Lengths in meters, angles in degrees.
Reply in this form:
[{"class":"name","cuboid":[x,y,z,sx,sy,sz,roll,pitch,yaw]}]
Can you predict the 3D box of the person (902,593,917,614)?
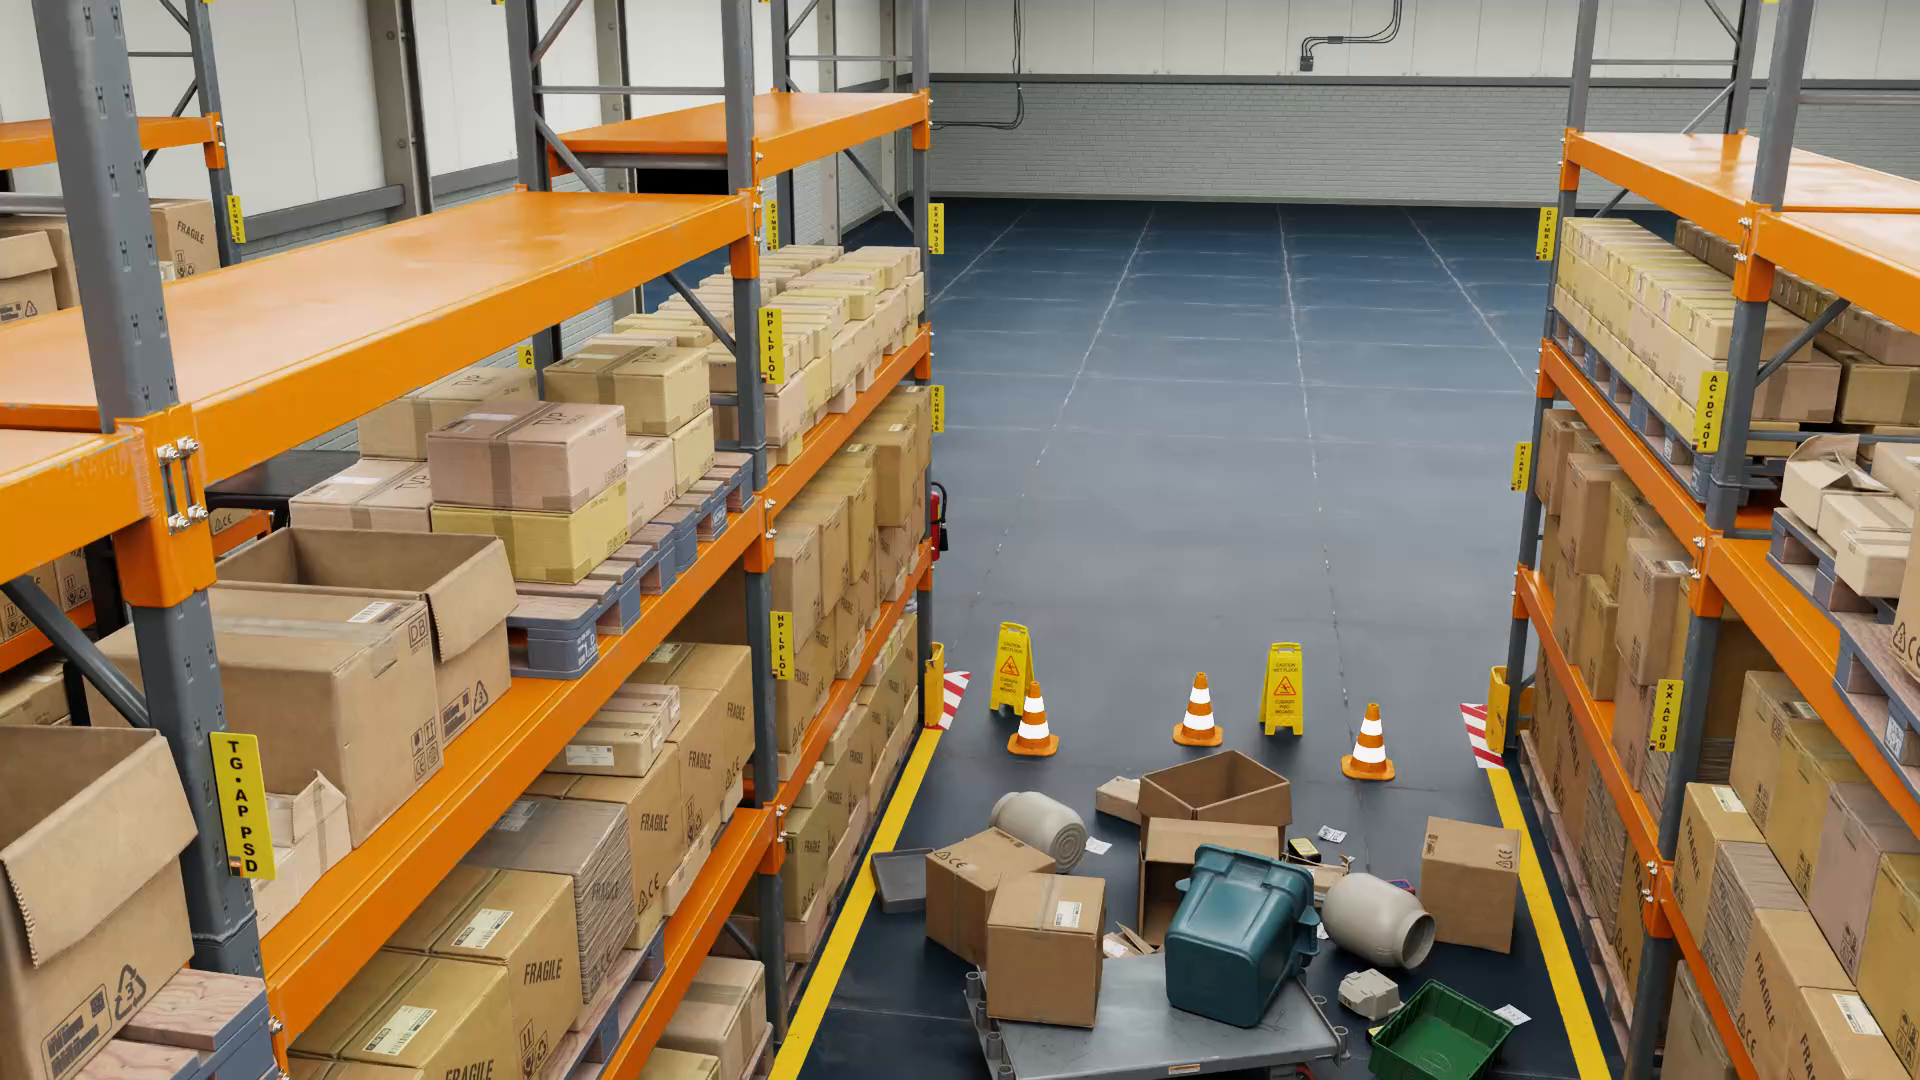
[{"class":"person","cuboid":[-0.587,-0.182,13.609,0.526,1.663,0.376,2,18,7]}]
